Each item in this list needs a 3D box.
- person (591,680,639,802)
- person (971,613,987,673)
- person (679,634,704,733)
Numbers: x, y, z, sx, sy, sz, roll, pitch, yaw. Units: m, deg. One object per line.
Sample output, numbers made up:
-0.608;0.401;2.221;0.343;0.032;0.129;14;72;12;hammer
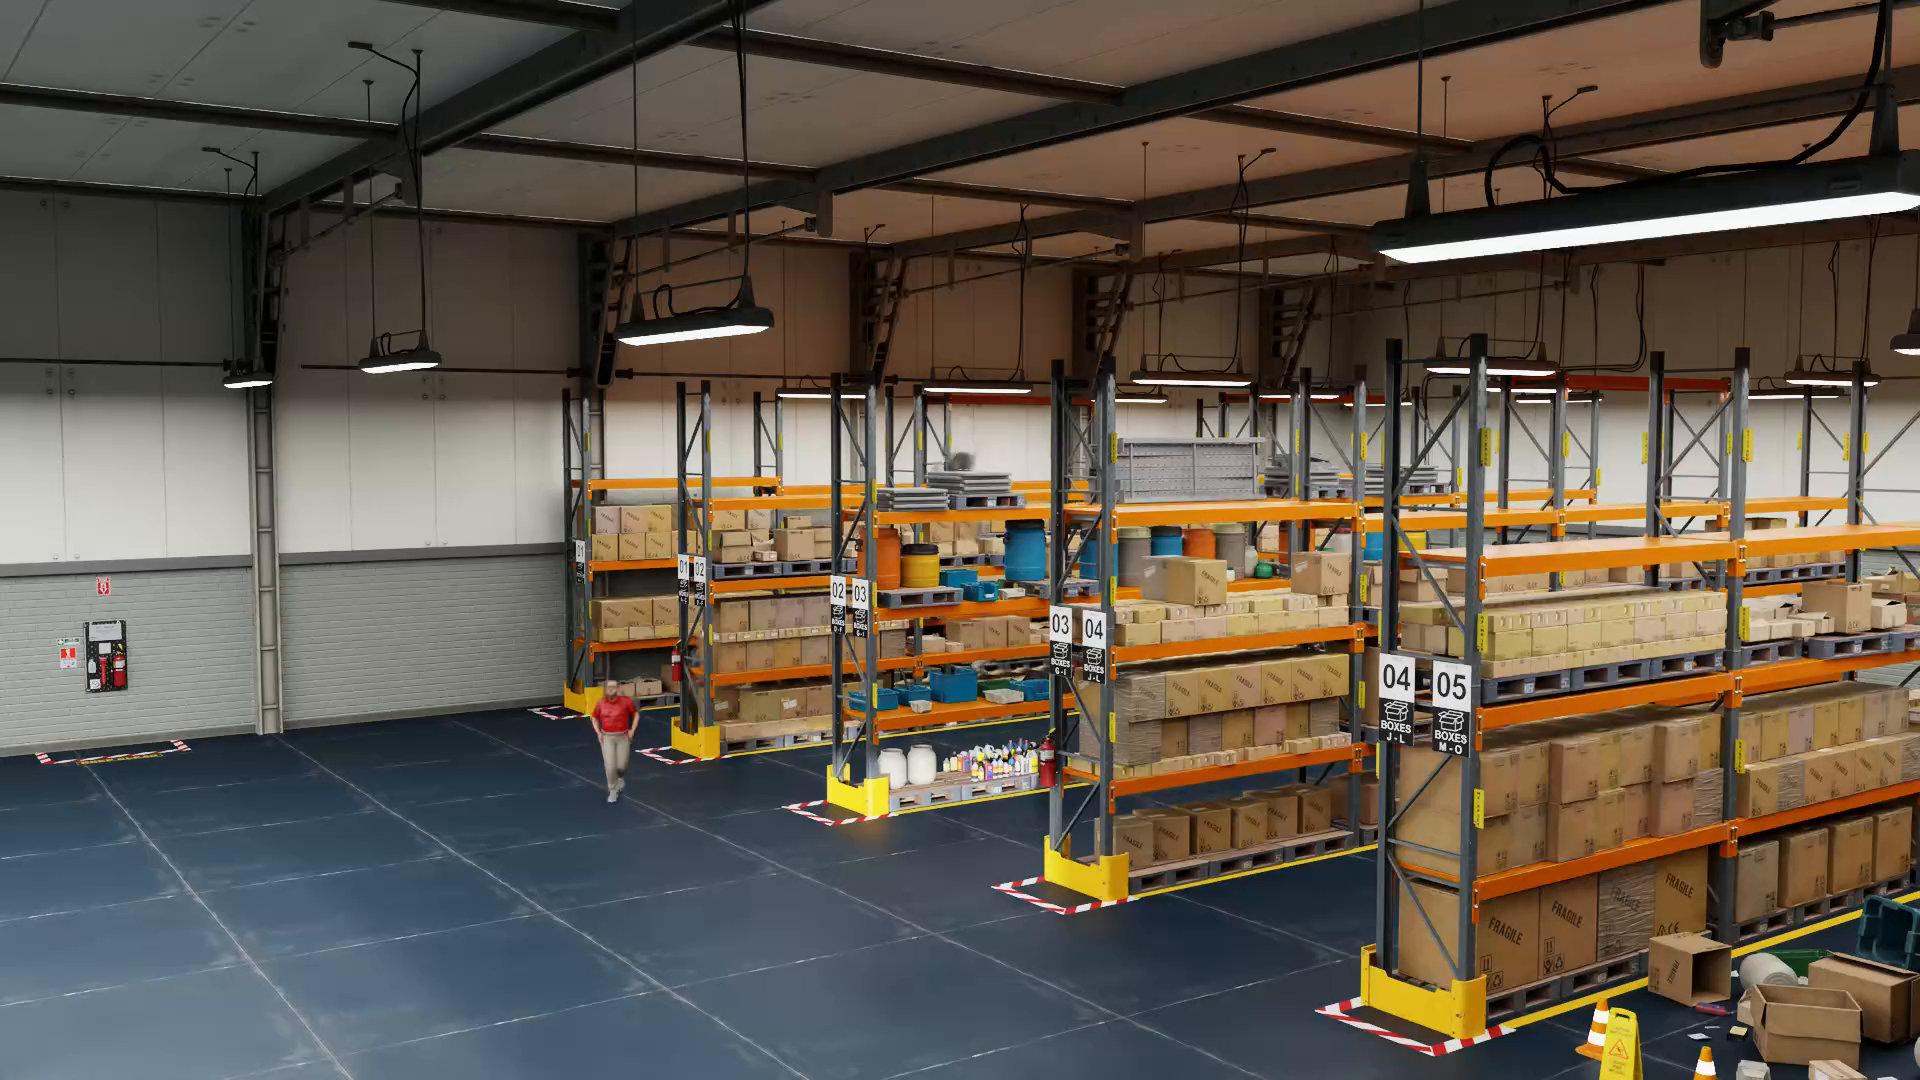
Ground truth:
-4.874;2.821;23.504;0.661;1.697;0.564;0;4;-7;person
0.379;2.177;32.798;0.644;1.741;0.580;4;5;44;person
-4.428;2.512;28.544;0.711;1.661;0.756;3;5;43;person
